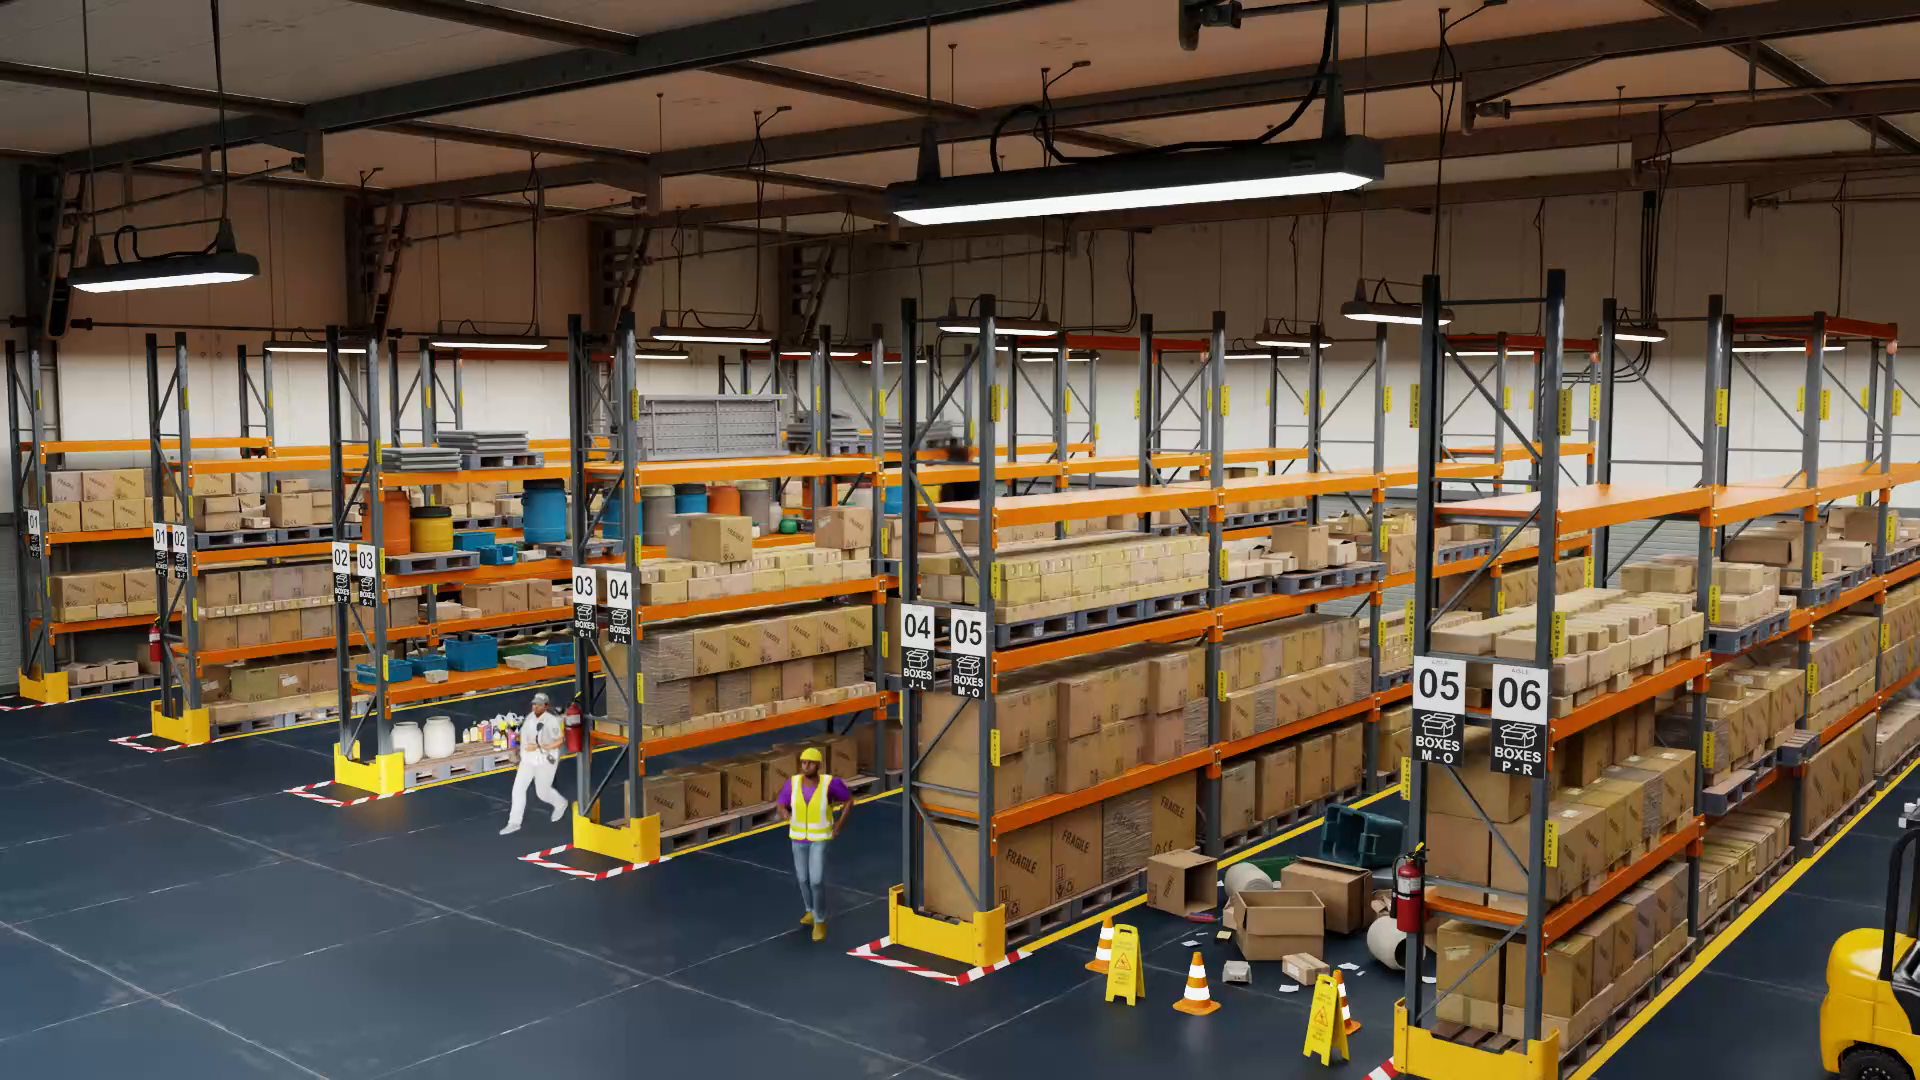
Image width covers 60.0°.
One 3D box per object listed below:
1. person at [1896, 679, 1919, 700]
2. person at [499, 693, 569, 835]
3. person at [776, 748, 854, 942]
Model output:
[{"bbox_3d":[14.642,1.993,25.689,0.702,1.821,0.833,-3,6,-33],"label":"person"},{"bbox_3d":[-4.892,2.578,19.392,0.640,1.625,0.948,3,6,28],"label":"person"},{"bbox_3d":[-1.415,2.877,15.787,0.693,1.833,0.675,1,5,14],"label":"person"}]
